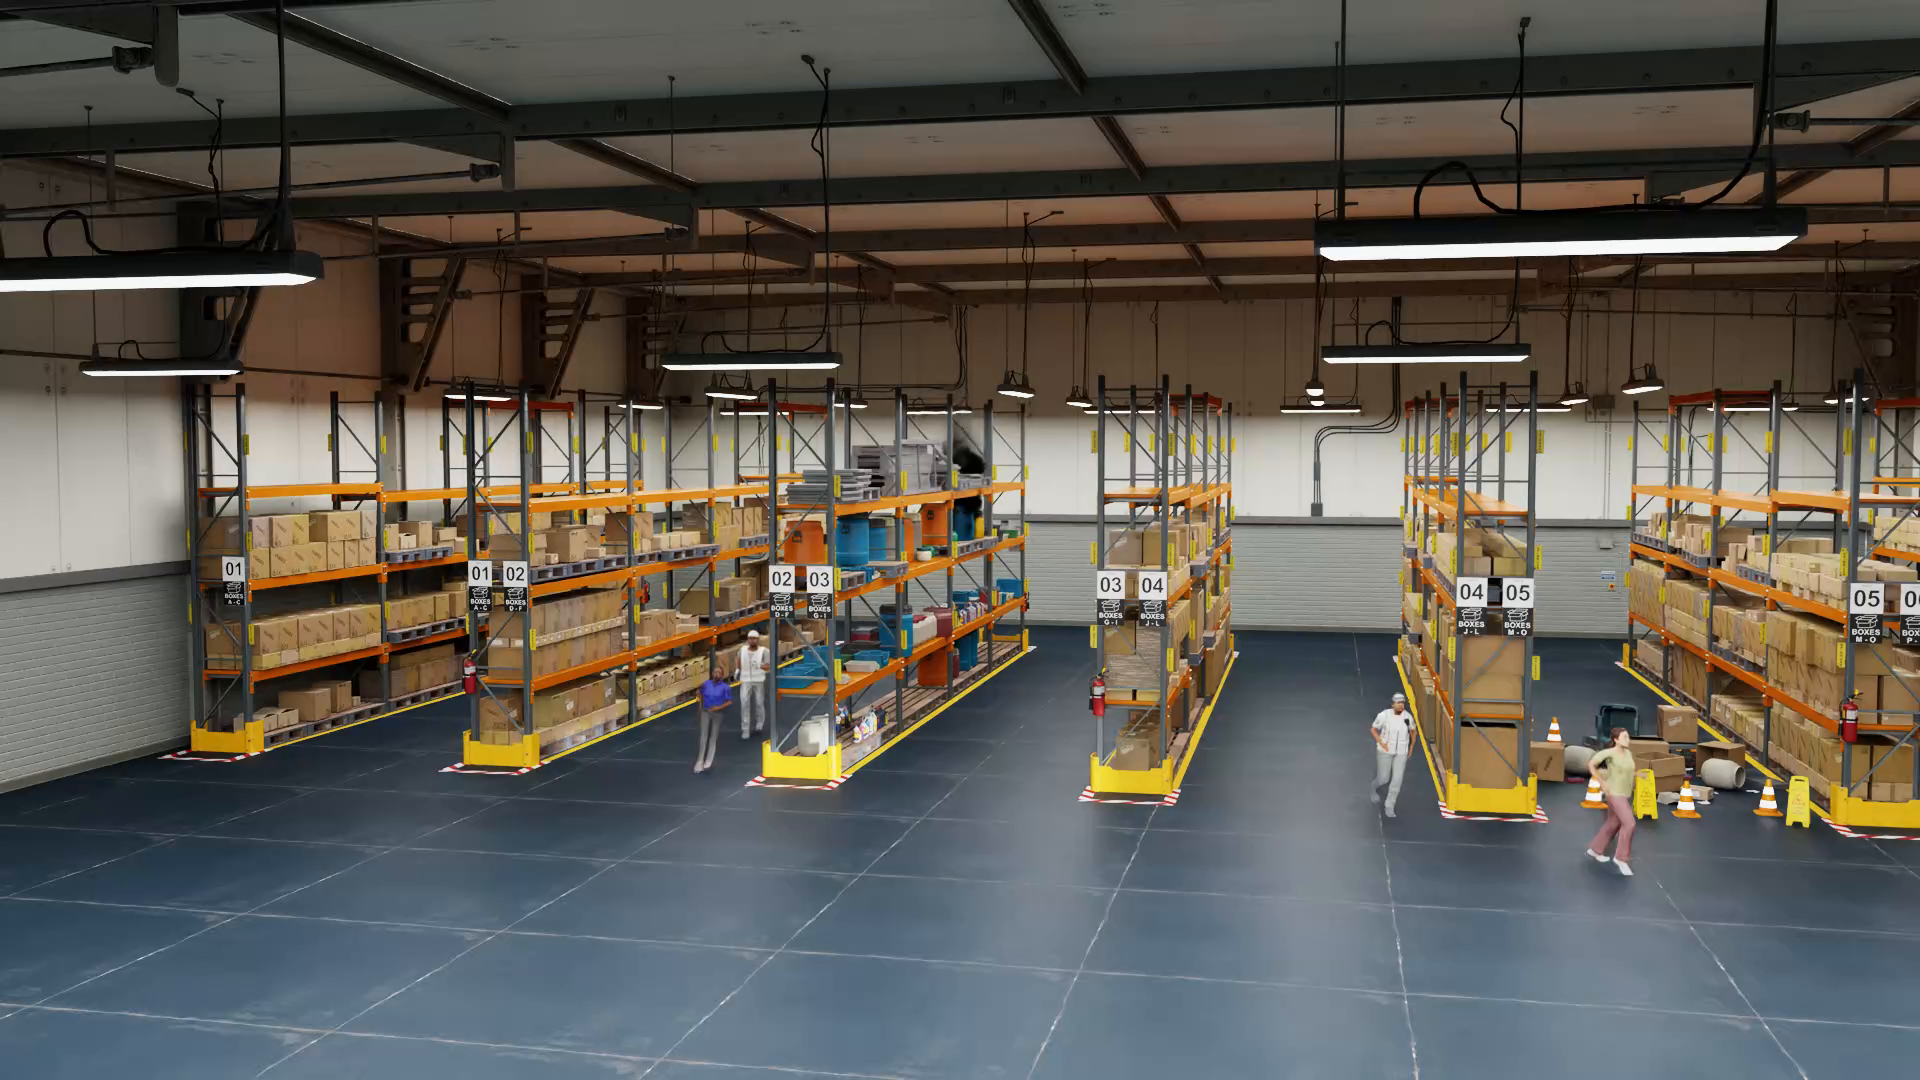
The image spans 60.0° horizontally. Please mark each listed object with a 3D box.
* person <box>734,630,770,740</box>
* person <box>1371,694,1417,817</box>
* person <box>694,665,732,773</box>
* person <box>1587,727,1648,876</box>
[{"bbox_3d":[-3.561,2.470,28.591,0.664,1.843,0.799,0,3,0],"label":"person"},{"bbox_3d":[5.930,2.906,22.709,0.638,1.645,0.735,0,3,0],"label":"person"},{"bbox_3d":[-3.786,2.751,25.485,0.591,1.642,0.602,0,3,0],"label":"person"},{"bbox_3d":[7.730,3.157,19.598,0.558,1.513,0.733,-2,4,-36],"label":"person"}]
